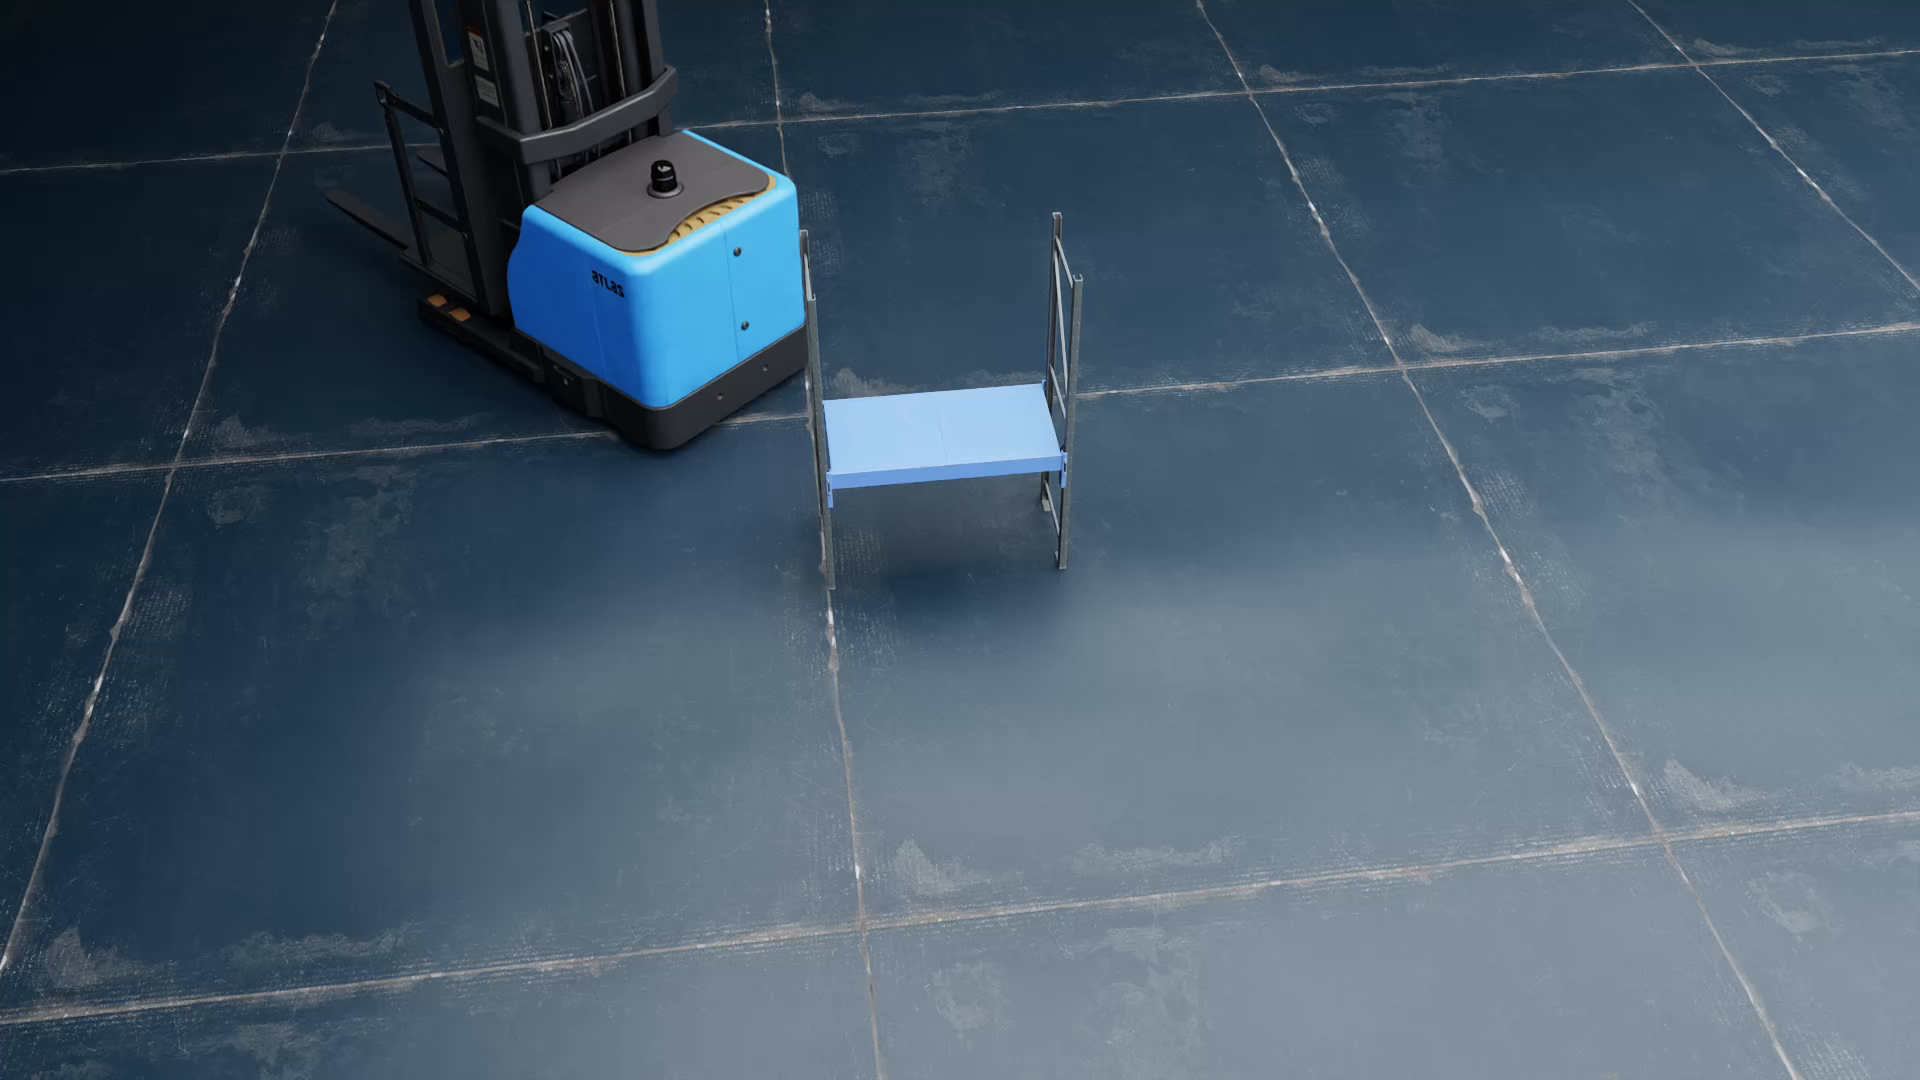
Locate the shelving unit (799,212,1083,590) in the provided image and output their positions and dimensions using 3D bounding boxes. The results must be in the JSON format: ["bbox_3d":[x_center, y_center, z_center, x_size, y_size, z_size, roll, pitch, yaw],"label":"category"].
[{"bbox_3d":[-0.085,-0.550,6.955,1.048,1.500,0.538,-5,42,-6],"label":"shelving unit"}]

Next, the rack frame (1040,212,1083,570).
[{"bbox_3d":[0.419,-0.594,7.004,0.032,1.500,0.500,-5,42,-6],"label":"rack frame"}]

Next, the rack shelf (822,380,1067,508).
[{"bbox_3d":[-0.085,-0.416,7.075,1.000,0.185,0.538,-5,42,-6],"label":"rack shelf"}]

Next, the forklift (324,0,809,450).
[{"bbox_3d":[-2.189,-2.360,7.893,3.031,2.935,1.130,30,50,29],"label":"forklift"}]

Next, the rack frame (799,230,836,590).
[{"bbox_3d":[-0.589,-0.505,6.906,0.032,1.500,0.500,-5,42,-6],"label":"rack frame"}]
